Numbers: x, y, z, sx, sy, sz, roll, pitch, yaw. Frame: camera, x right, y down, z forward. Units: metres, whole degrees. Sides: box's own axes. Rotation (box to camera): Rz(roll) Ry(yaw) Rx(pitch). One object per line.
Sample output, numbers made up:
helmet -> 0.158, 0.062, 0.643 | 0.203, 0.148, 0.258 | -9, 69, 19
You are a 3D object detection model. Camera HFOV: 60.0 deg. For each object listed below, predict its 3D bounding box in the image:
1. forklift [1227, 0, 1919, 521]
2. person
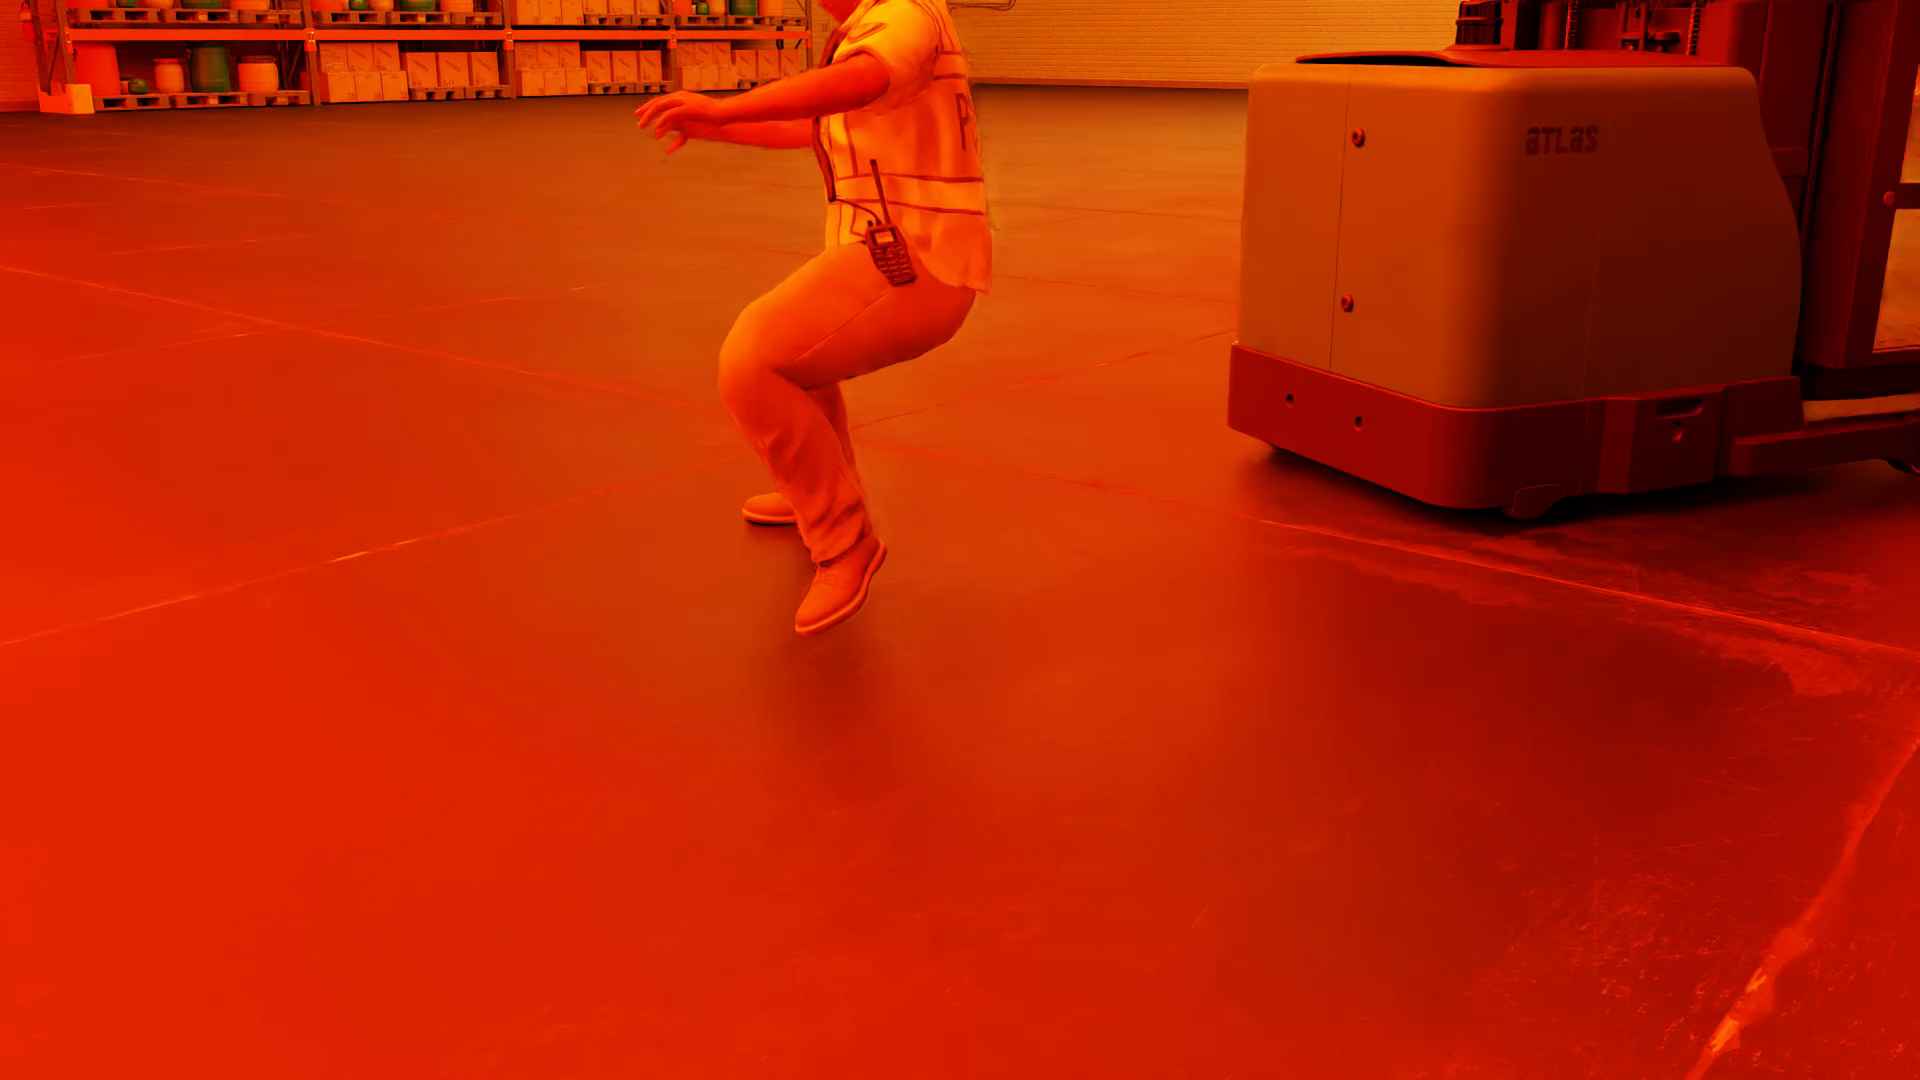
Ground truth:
forklift -> 2.332, -1.712, 4.535 | 3.031, 2.935, 1.130 | -7, 18, -23
person -> -0.297, -0.616, 3.499 | 0.729, 1.437, 1.027 | 0, 17, 2
